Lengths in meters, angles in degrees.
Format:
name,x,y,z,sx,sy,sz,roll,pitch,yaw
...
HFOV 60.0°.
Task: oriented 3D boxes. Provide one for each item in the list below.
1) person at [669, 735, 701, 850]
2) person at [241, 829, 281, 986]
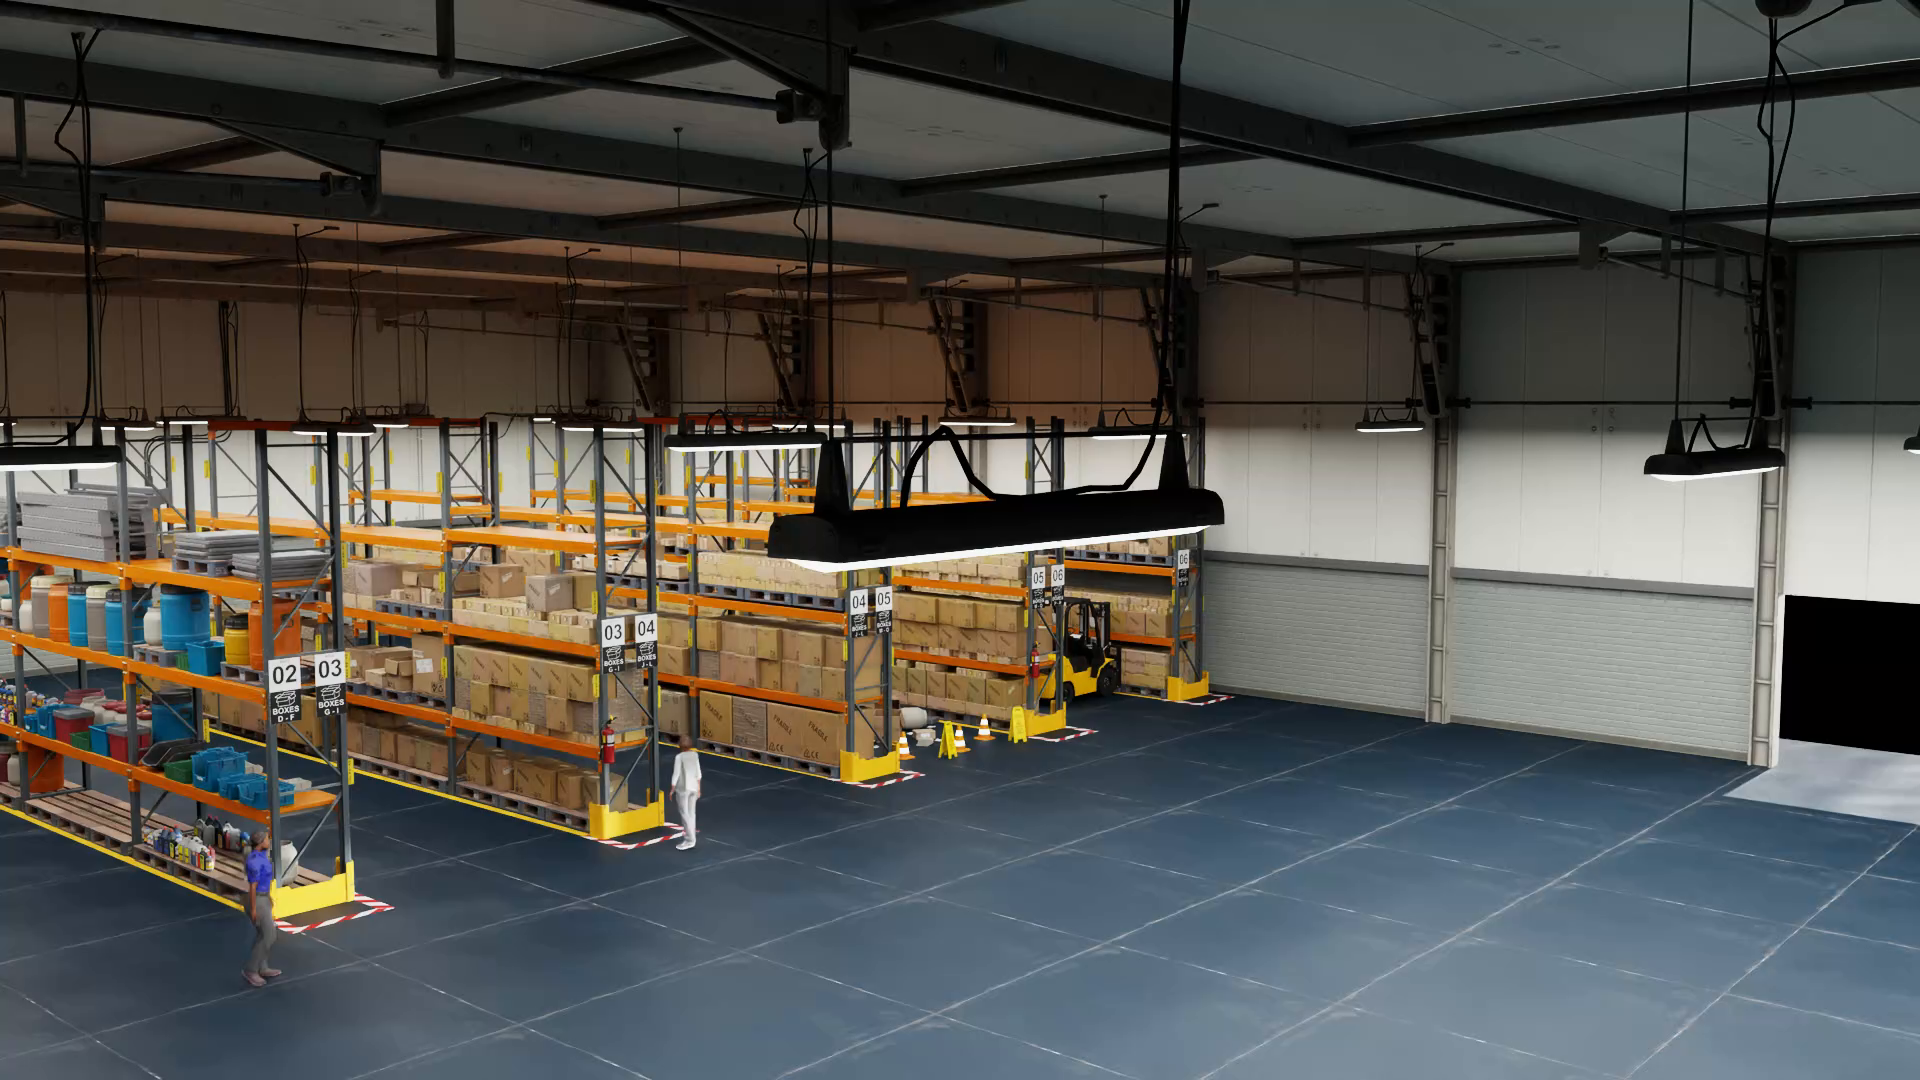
name,x,y,z,sx,sy,sz,roll,pitch,yaw
person,-3.883,3.573,23.609,0.463,1.616,0.347,-5,7,-44
person,-7.680,3.994,18.259,0.373,1.653,0.600,-1,5,-13
